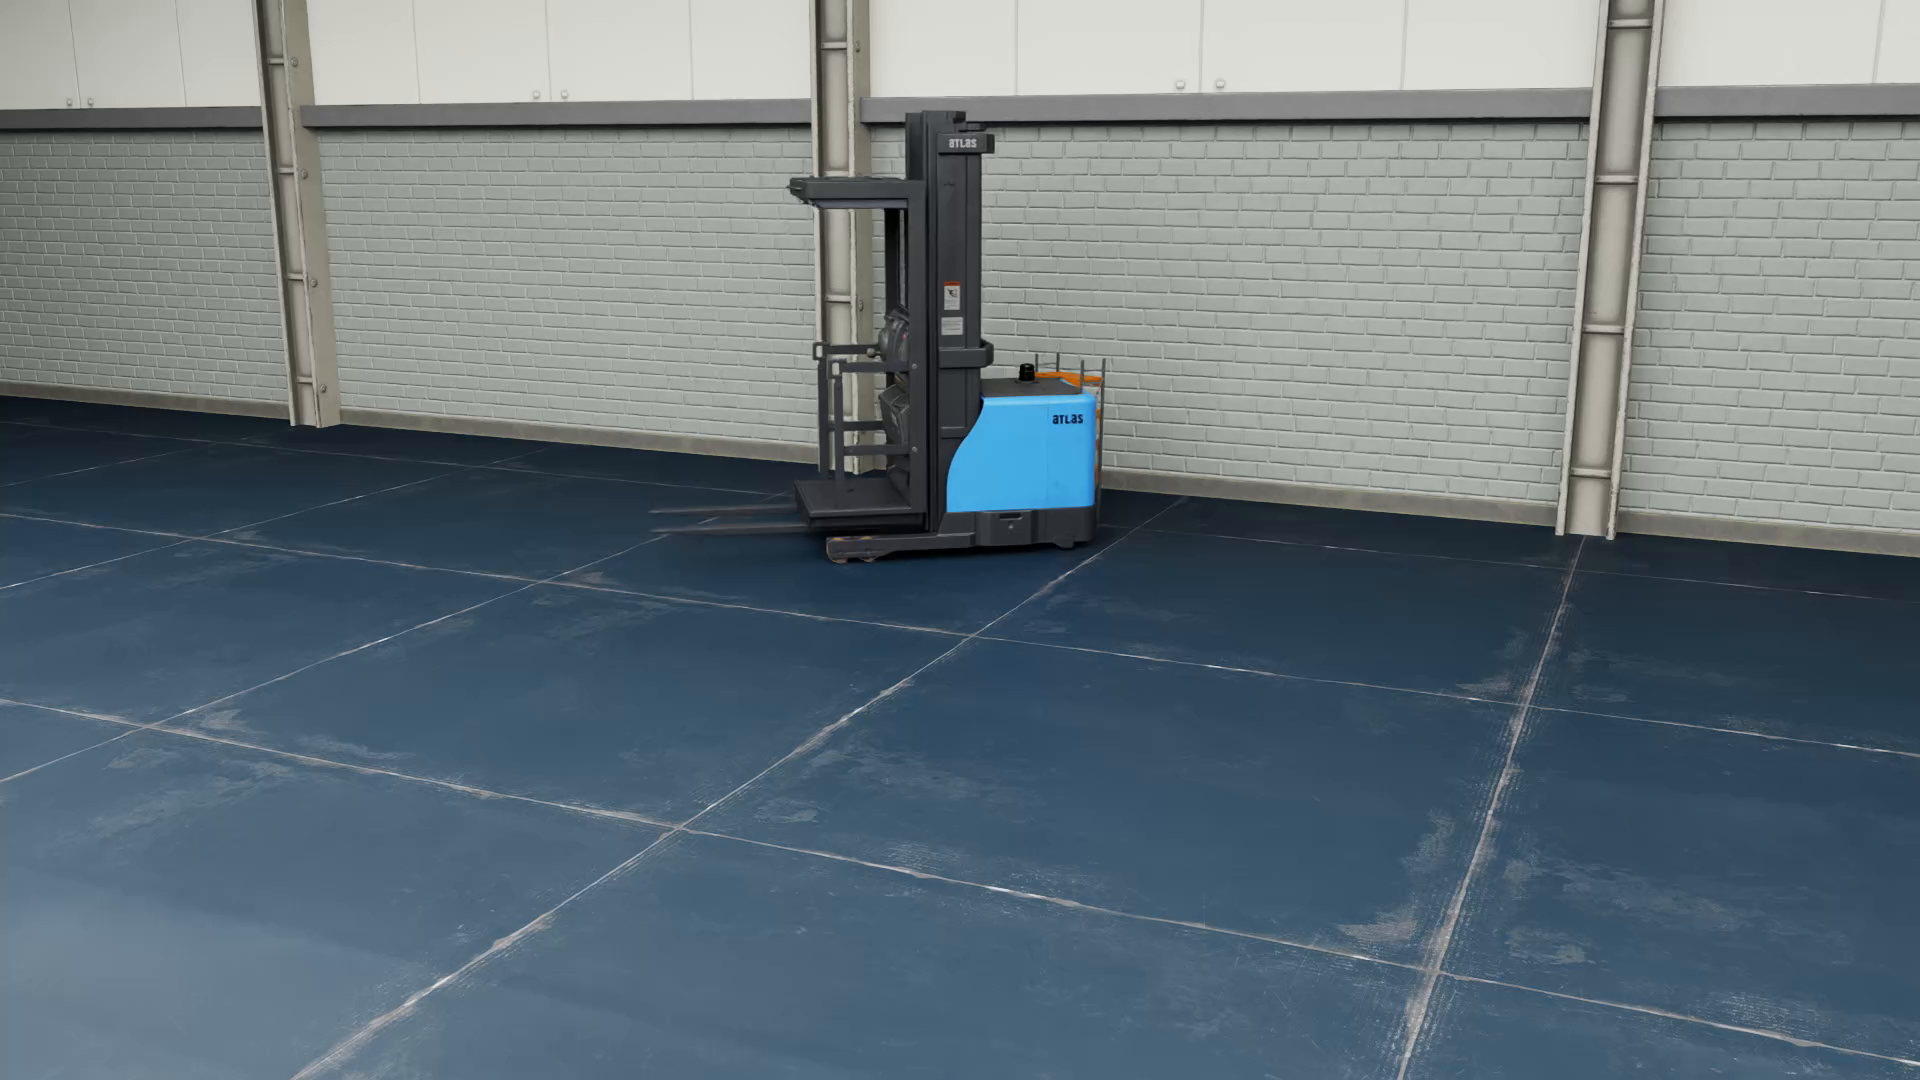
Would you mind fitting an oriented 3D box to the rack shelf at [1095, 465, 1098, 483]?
[{"bbox_3d":[0.796,-0.514,12.466,0.258,0.148,0.480,-9,16,-39],"label":"rack shelf"}]

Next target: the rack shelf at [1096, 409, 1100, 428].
[{"bbox_3d":[0.804,-0.926,12.376,0.258,0.148,0.480,-9,16,-39],"label":"rack shelf"}]

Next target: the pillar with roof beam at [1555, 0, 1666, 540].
[{"bbox_3d":[2.765,-3.533,7.115,0.400,9.000,9.100,6,14,23],"label":"pillar with roof beam"}]

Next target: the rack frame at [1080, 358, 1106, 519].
[{"bbox_3d":[0.958,-0.731,12.228,0.240,1.200,0.015,-9,16,-39],"label":"rack frame"}]

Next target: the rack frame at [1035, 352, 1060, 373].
[{"bbox_3d":[0.644,-0.816,12.592,0.240,1.200,0.015,-9,16,-39],"label":"rack frame"}]

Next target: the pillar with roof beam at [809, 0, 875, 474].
[{"bbox_3d":[-2.721,-4.089,9.481,0.400,9.000,9.100,6,14,23],"label":"pillar with roof beam"}]

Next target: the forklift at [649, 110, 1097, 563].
[{"bbox_3d":[-0.628,-1.405,11.327,3.031,2.935,1.130,-2,13,-11],"label":"forklift"}]

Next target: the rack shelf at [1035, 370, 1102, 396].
[{"bbox_3d":[0.809,-1.157,12.326,0.258,0.148,0.480,-9,16,-39],"label":"rack shelf"}]

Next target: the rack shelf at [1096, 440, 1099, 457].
[{"bbox_3d":[0.800,-0.708,12.424,0.258,0.148,0.480,-9,16,-39],"label":"rack shelf"}]

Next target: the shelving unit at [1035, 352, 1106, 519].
[{"bbox_3d":[0.801,-0.774,12.410,0.258,1.200,0.503,-9,16,-39],"label":"shelving unit"}]

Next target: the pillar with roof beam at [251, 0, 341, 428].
[{"bbox_3d":[-8.207,-4.644,11.847,0.400,9.000,9.100,6,14,23],"label":"pillar with roof beam"}]
